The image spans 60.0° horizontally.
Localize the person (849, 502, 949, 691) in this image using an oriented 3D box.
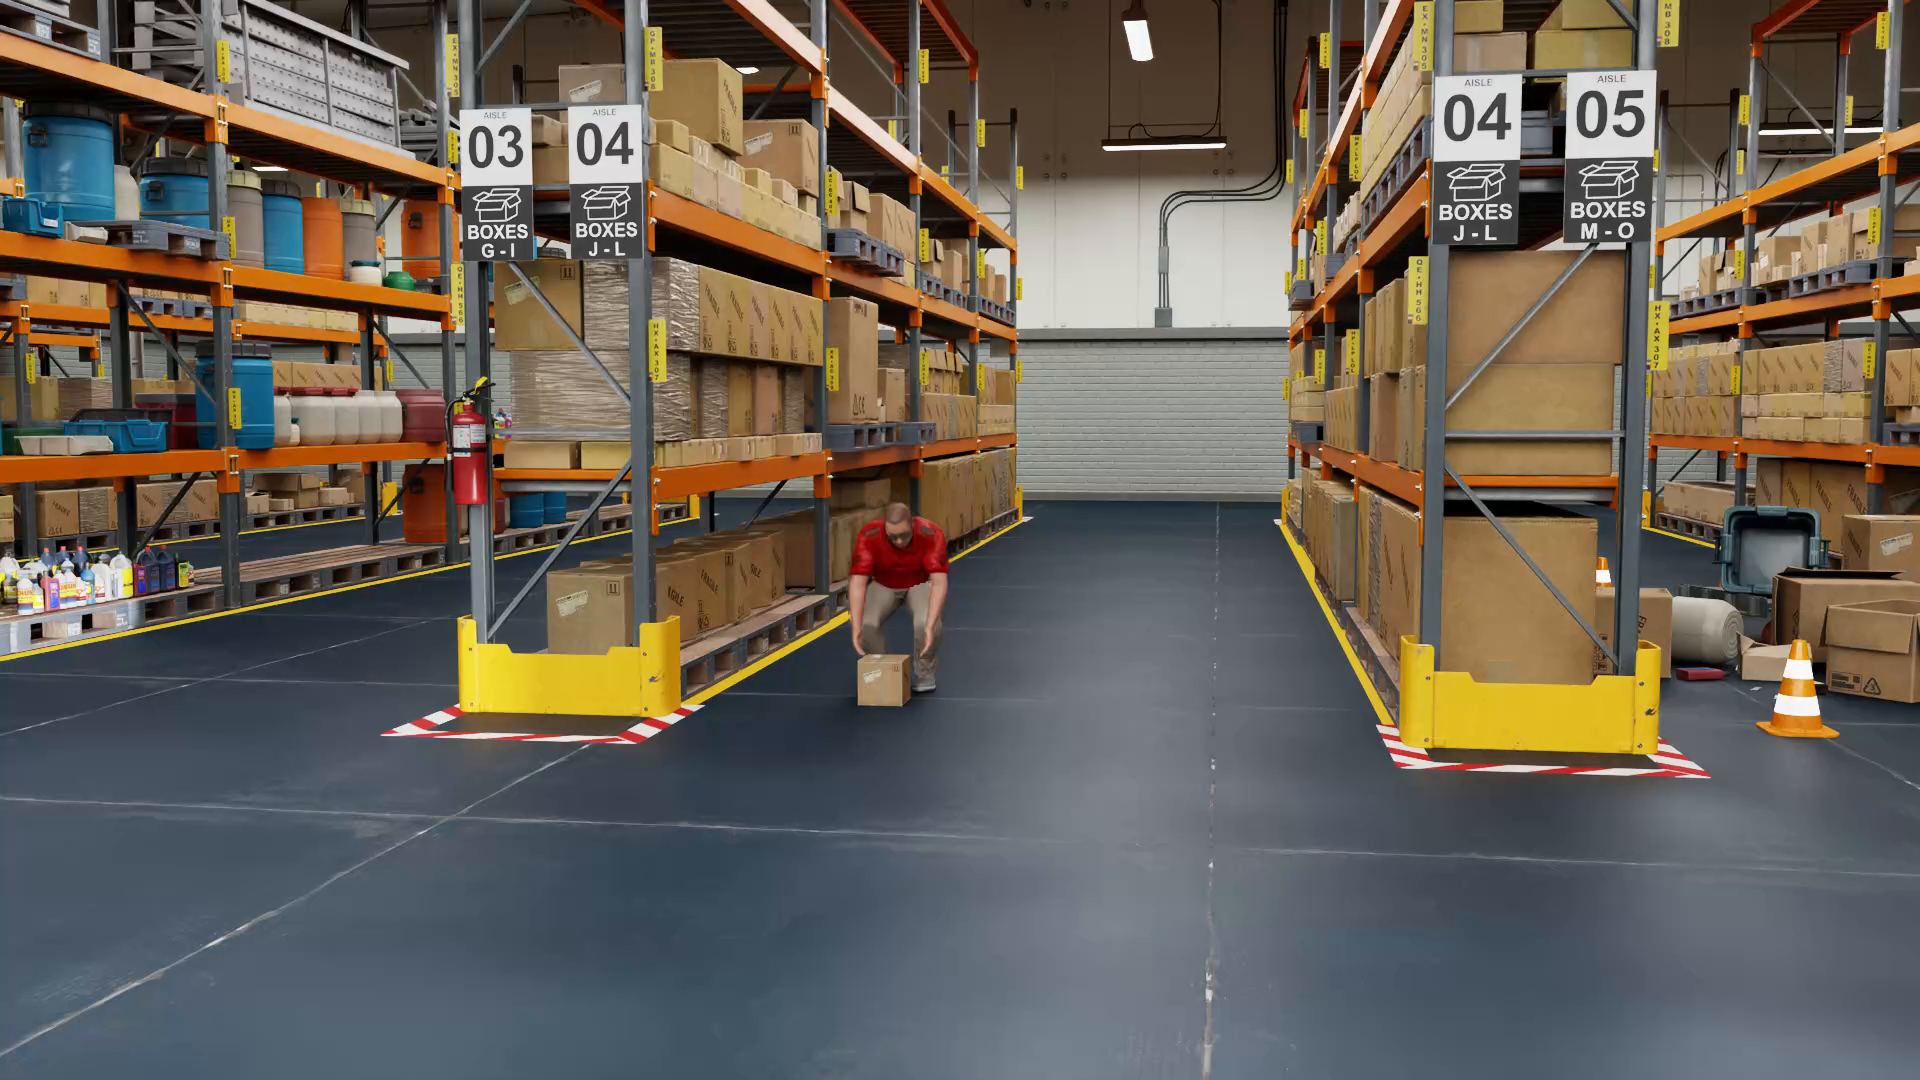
[{"bbox_3d":[-0.325,0.328,9.602,0.574,1.102,0.830,1,4,9],"label":"person"}]
